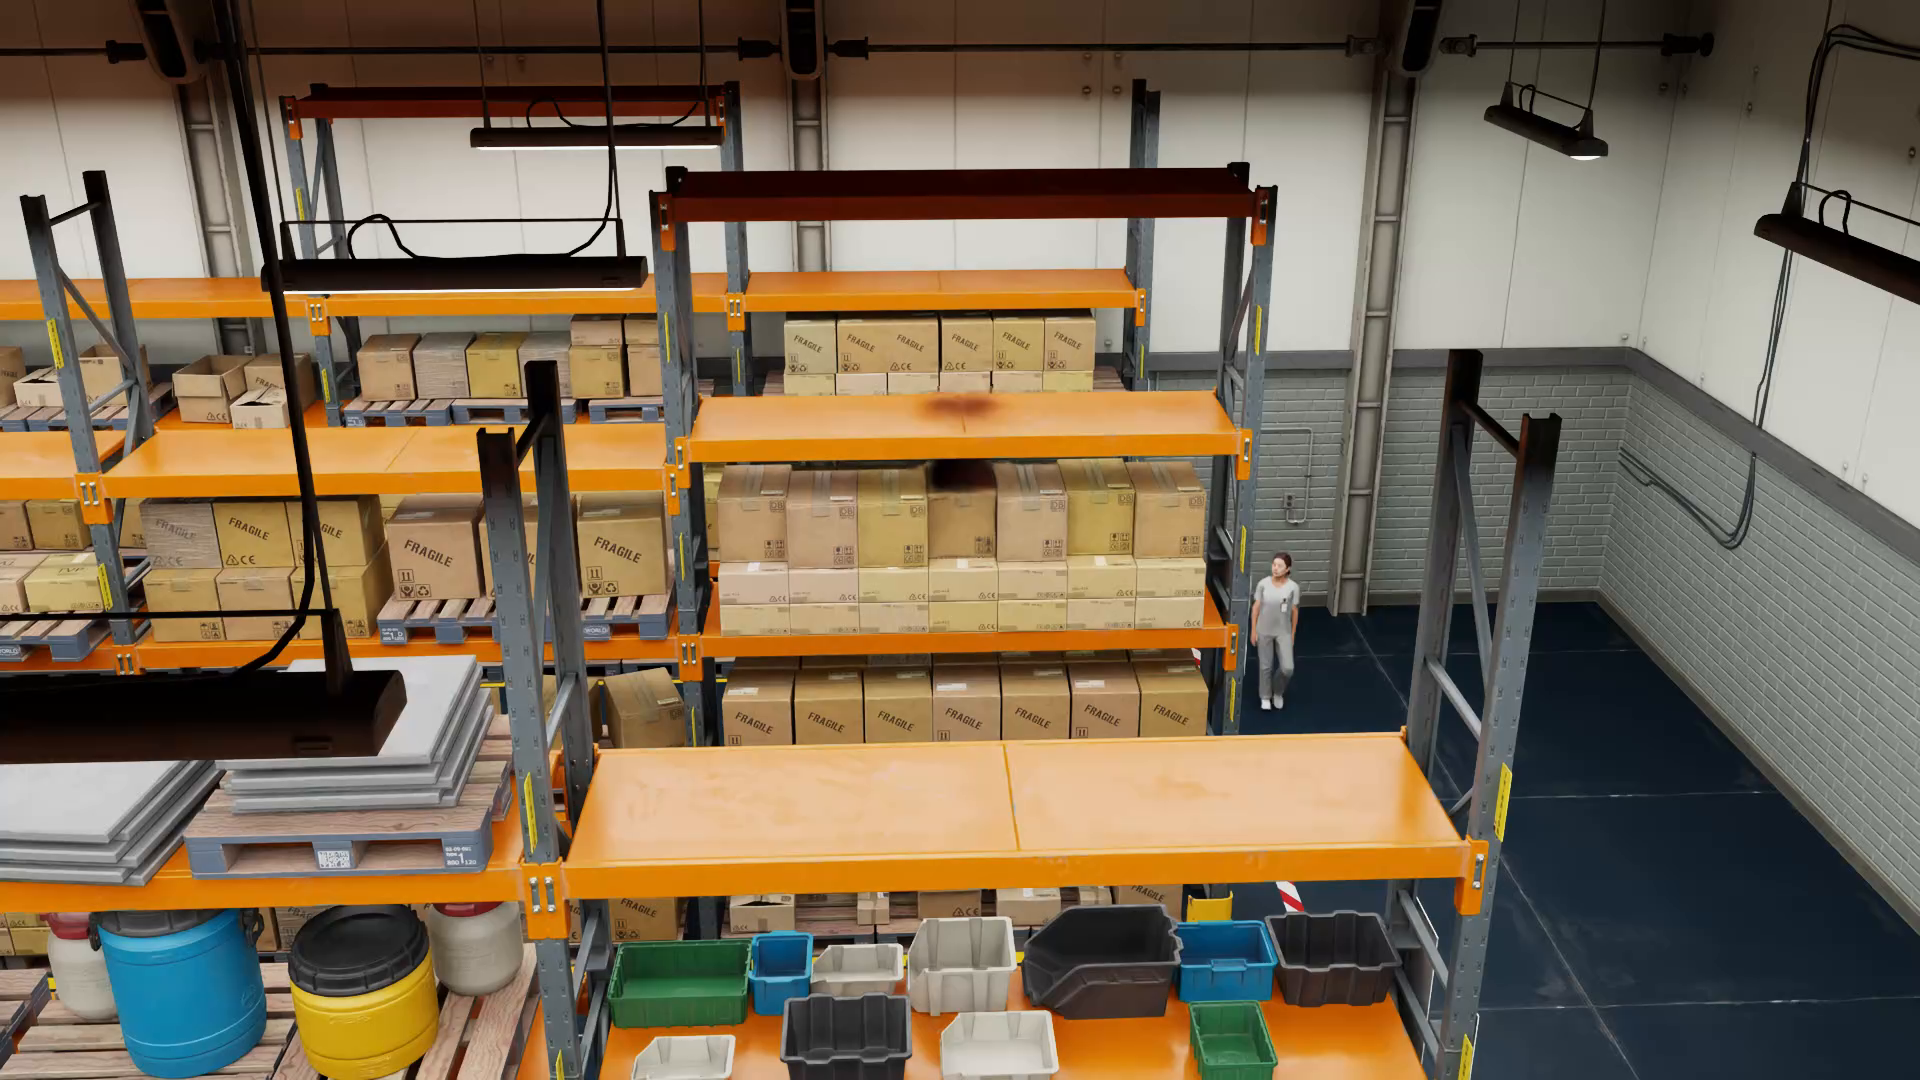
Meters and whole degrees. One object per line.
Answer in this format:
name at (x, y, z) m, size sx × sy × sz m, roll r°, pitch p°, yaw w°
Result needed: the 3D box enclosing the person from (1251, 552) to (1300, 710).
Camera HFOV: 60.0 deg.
person at (3.133, 0.935, 16.594) m, size 0.471 × 1.647 × 0.500 m, roll 2°, pitch 22°, yaw 4°
